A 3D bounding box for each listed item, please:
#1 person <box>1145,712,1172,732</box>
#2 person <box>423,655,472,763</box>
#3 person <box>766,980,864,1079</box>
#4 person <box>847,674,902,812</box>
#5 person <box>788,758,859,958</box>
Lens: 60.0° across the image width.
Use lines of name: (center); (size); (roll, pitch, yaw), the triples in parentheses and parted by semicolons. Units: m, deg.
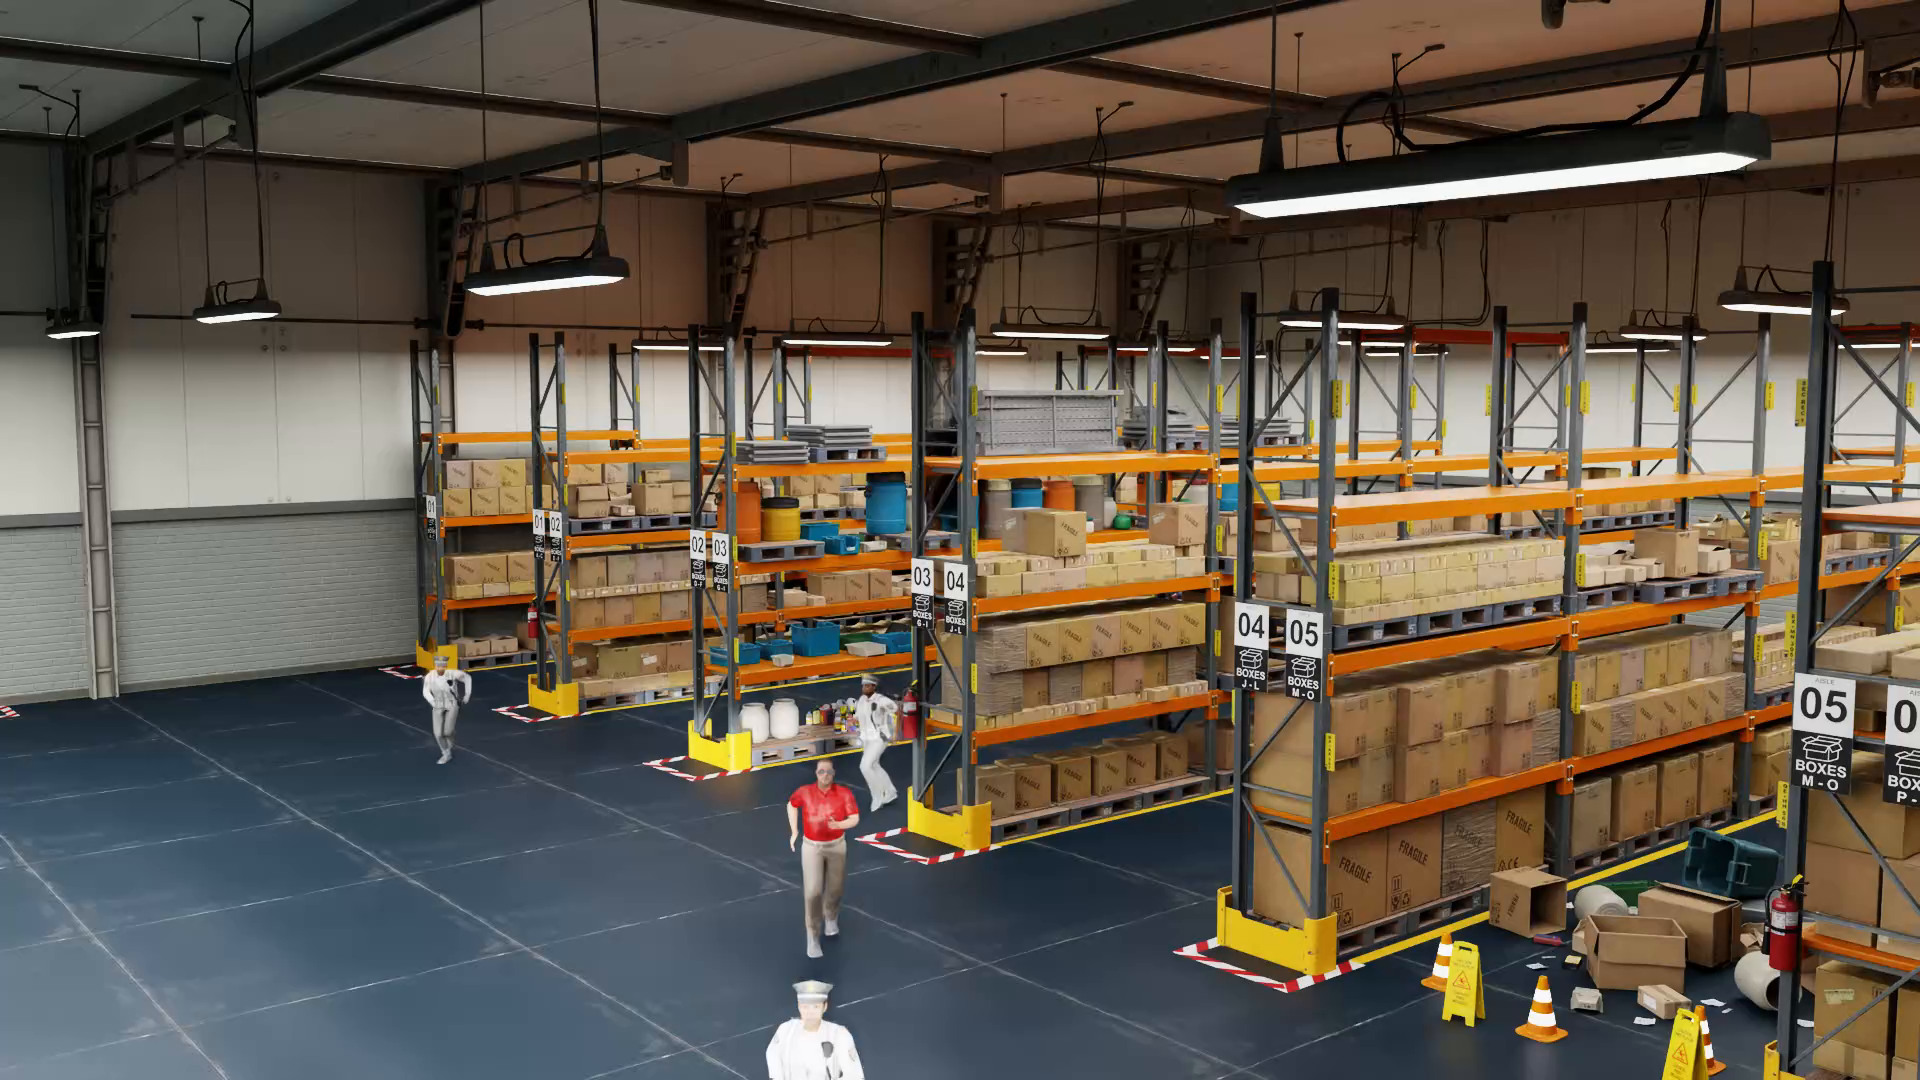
person: (2.879, 2.175, 23.450); (0.573, 1.678, 0.672); (-5, 7, -43)
person: (-6.990, 2.302, 22.692); (0.627, 1.549, 0.755); (-1, 5, -7)
person: (-0.863, 3.413, 9.801); (0.607, 1.716, 0.779); (0, 5, 2)
person: (-1.051, 2.455, 20.356); (0.588, 1.682, 0.740); (5, 7, 45)
person: (-1.247, 2.902, 15.298); (0.635, 1.799, 0.774); (-1, 5, -10)
